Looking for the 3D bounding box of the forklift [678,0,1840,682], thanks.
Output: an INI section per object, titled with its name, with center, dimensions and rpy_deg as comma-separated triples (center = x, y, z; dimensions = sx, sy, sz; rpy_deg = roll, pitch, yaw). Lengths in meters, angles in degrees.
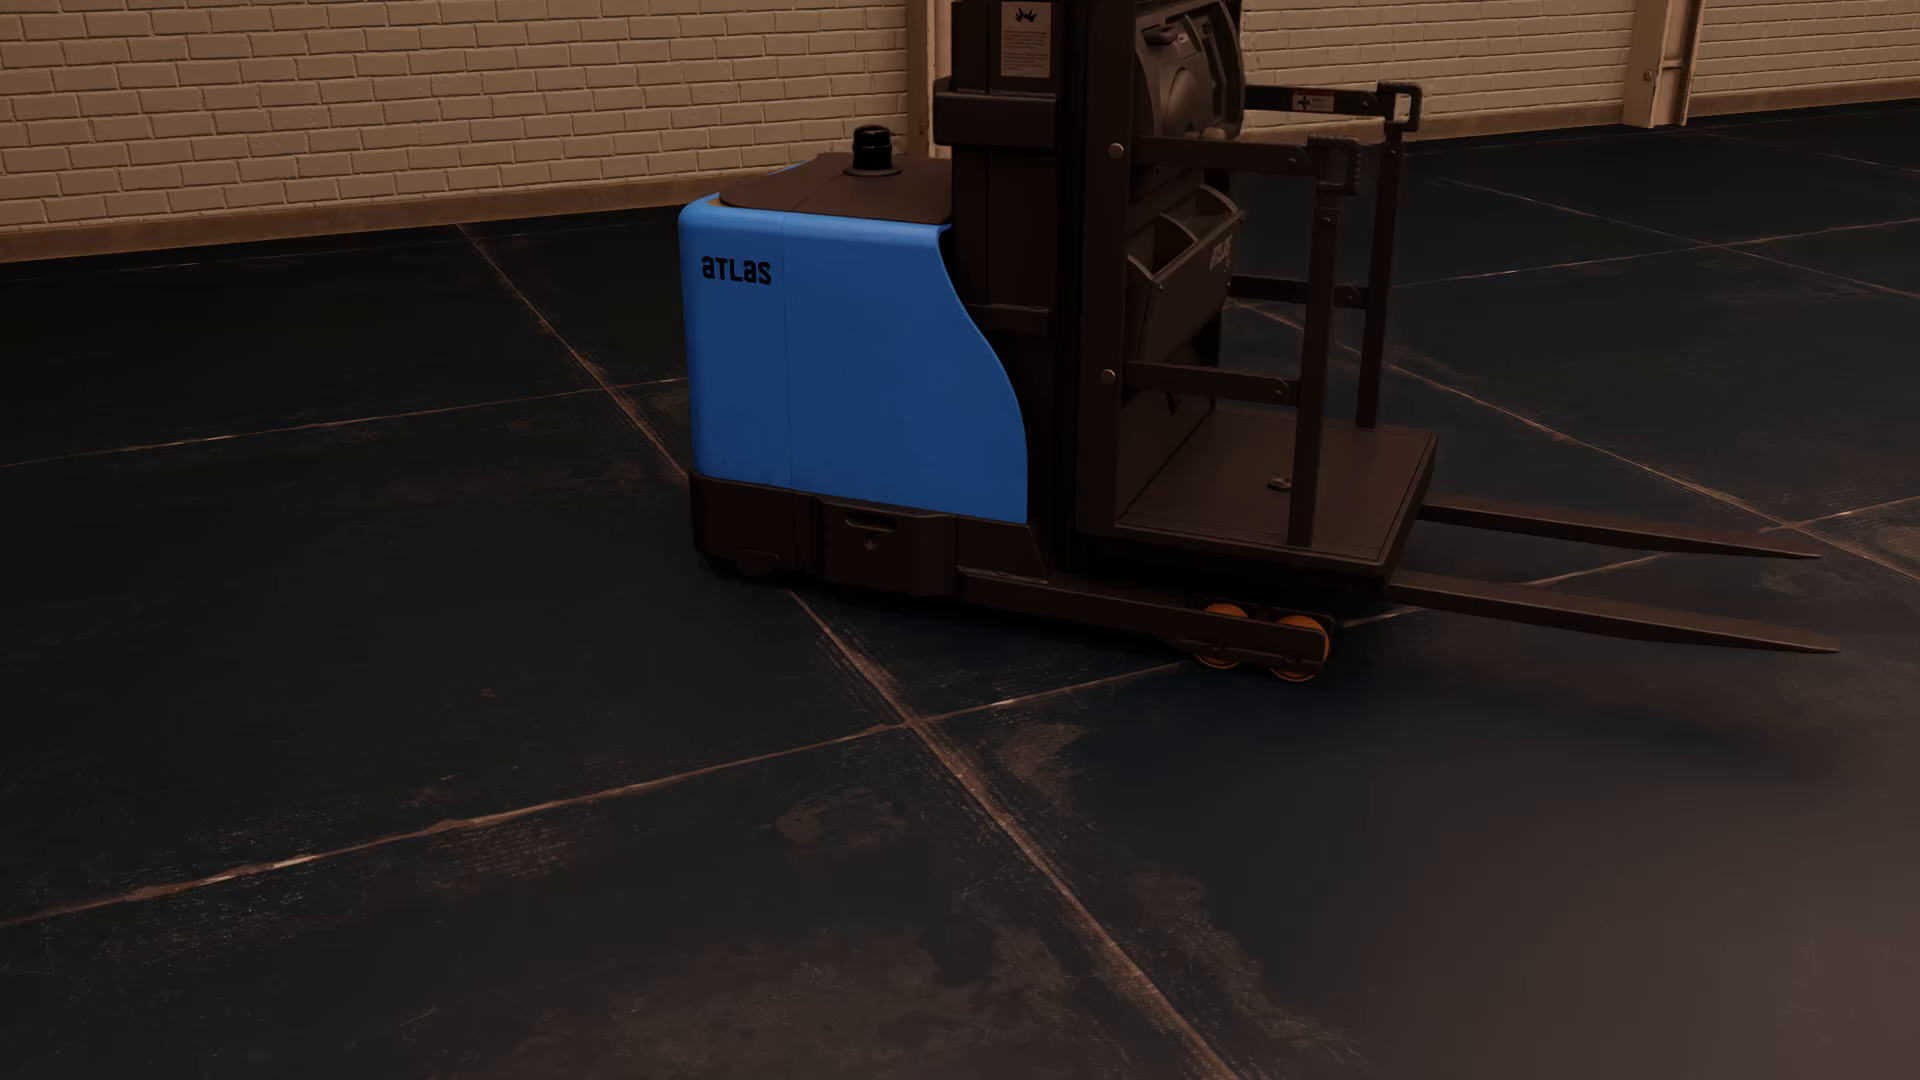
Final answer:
[forklift]
center = 0.785, -1.223, 4.231
dimensions = 3.031, 2.935, 1.130
rpy_deg = 9, 24, 20
